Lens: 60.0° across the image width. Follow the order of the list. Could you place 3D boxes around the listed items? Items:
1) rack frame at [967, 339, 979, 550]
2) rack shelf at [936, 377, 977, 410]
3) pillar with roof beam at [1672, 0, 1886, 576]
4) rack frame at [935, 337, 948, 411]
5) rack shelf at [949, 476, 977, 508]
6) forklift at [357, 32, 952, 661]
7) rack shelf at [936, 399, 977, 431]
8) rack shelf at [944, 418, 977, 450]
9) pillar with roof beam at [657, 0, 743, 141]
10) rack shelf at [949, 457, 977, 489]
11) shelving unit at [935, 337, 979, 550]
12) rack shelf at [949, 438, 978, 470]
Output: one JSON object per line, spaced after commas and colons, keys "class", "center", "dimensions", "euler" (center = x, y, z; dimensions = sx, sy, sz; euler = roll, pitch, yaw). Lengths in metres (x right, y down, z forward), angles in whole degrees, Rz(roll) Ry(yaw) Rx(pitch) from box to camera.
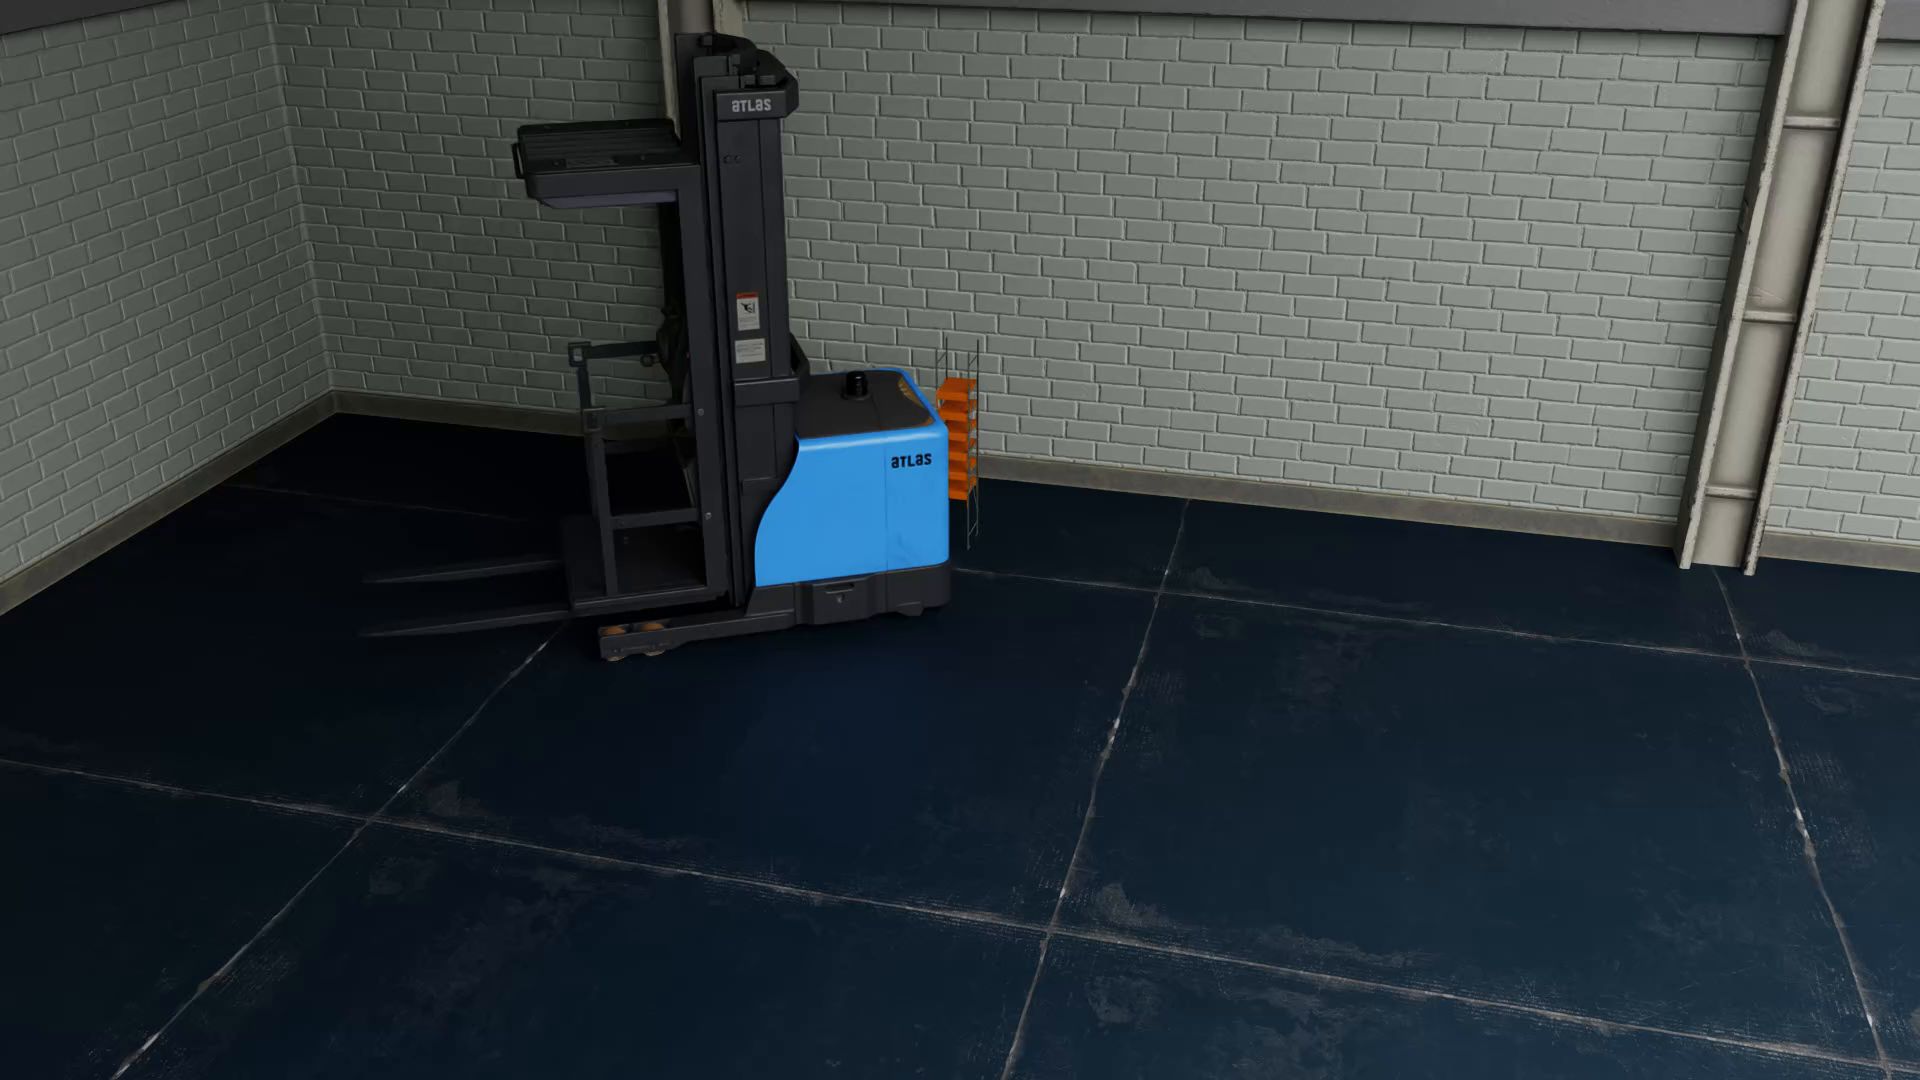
{"class": "rack frame", "center": [0.075, -0.533, 9.475], "dimensions": [0.006, 1.200, 0.240], "euler": [6, 26, 13]}
{"class": "rack shelf", "center": [-0.014, -0.828, 9.360], "dimensions": [0.180, 0.103, 0.258], "euler": [6, 26, 13]}
{"class": "pillar with roof beam", "center": [3.230, -2.156, 3.811], "dimensions": [0.400, 9.000, 9.100], "euler": [6, 26, 13]}
{"class": "rack frame", "center": [-0.103, -0.553, 9.516], "dimensions": [0.006, 1.200, 0.240], "euler": [6, 26, 13]}
{"class": "rack shelf", "center": [-0.014, -0.286, 9.618], "dimensions": [0.180, 0.103, 0.258], "euler": [6, 26, 13]}
{"class": "forklift", "center": [-1.620, -0.961, 8.360], "dimensions": [3.031, 2.935, 1.130], "euler": [-7, 26, -14]}
{"class": "rack shelf", "center": [-0.014, -0.720, 9.411], "dimensions": [0.180, 0.103, 0.258], "euler": [6, 26, 13]}
{"class": "rack shelf", "center": [-0.014, -0.612, 9.463], "dimensions": [0.180, 0.103, 0.258], "euler": [6, 26, 13]}
{"class": "pillar with roof beam", "center": [-2.581, -2.799, 5.160], "dimensions": [0.400, 9.000, 9.100], "euler": [6, 26, 13]}
{"class": "rack shelf", "center": [-0.014, -0.395, 9.566], "dimensions": [0.180, 0.103, 0.258], "euler": [6, 26, 13]}
{"class": "shelving unit", "center": [-0.014, -0.543, 9.495], "dimensions": [0.189, 1.200, 0.258], "euler": [6, 26, 13]}
{"class": "rack shelf", "center": [-0.014, -0.503, 9.514], "dimensions": [0.180, 0.103, 0.258], "euler": [6, 26, 13]}
